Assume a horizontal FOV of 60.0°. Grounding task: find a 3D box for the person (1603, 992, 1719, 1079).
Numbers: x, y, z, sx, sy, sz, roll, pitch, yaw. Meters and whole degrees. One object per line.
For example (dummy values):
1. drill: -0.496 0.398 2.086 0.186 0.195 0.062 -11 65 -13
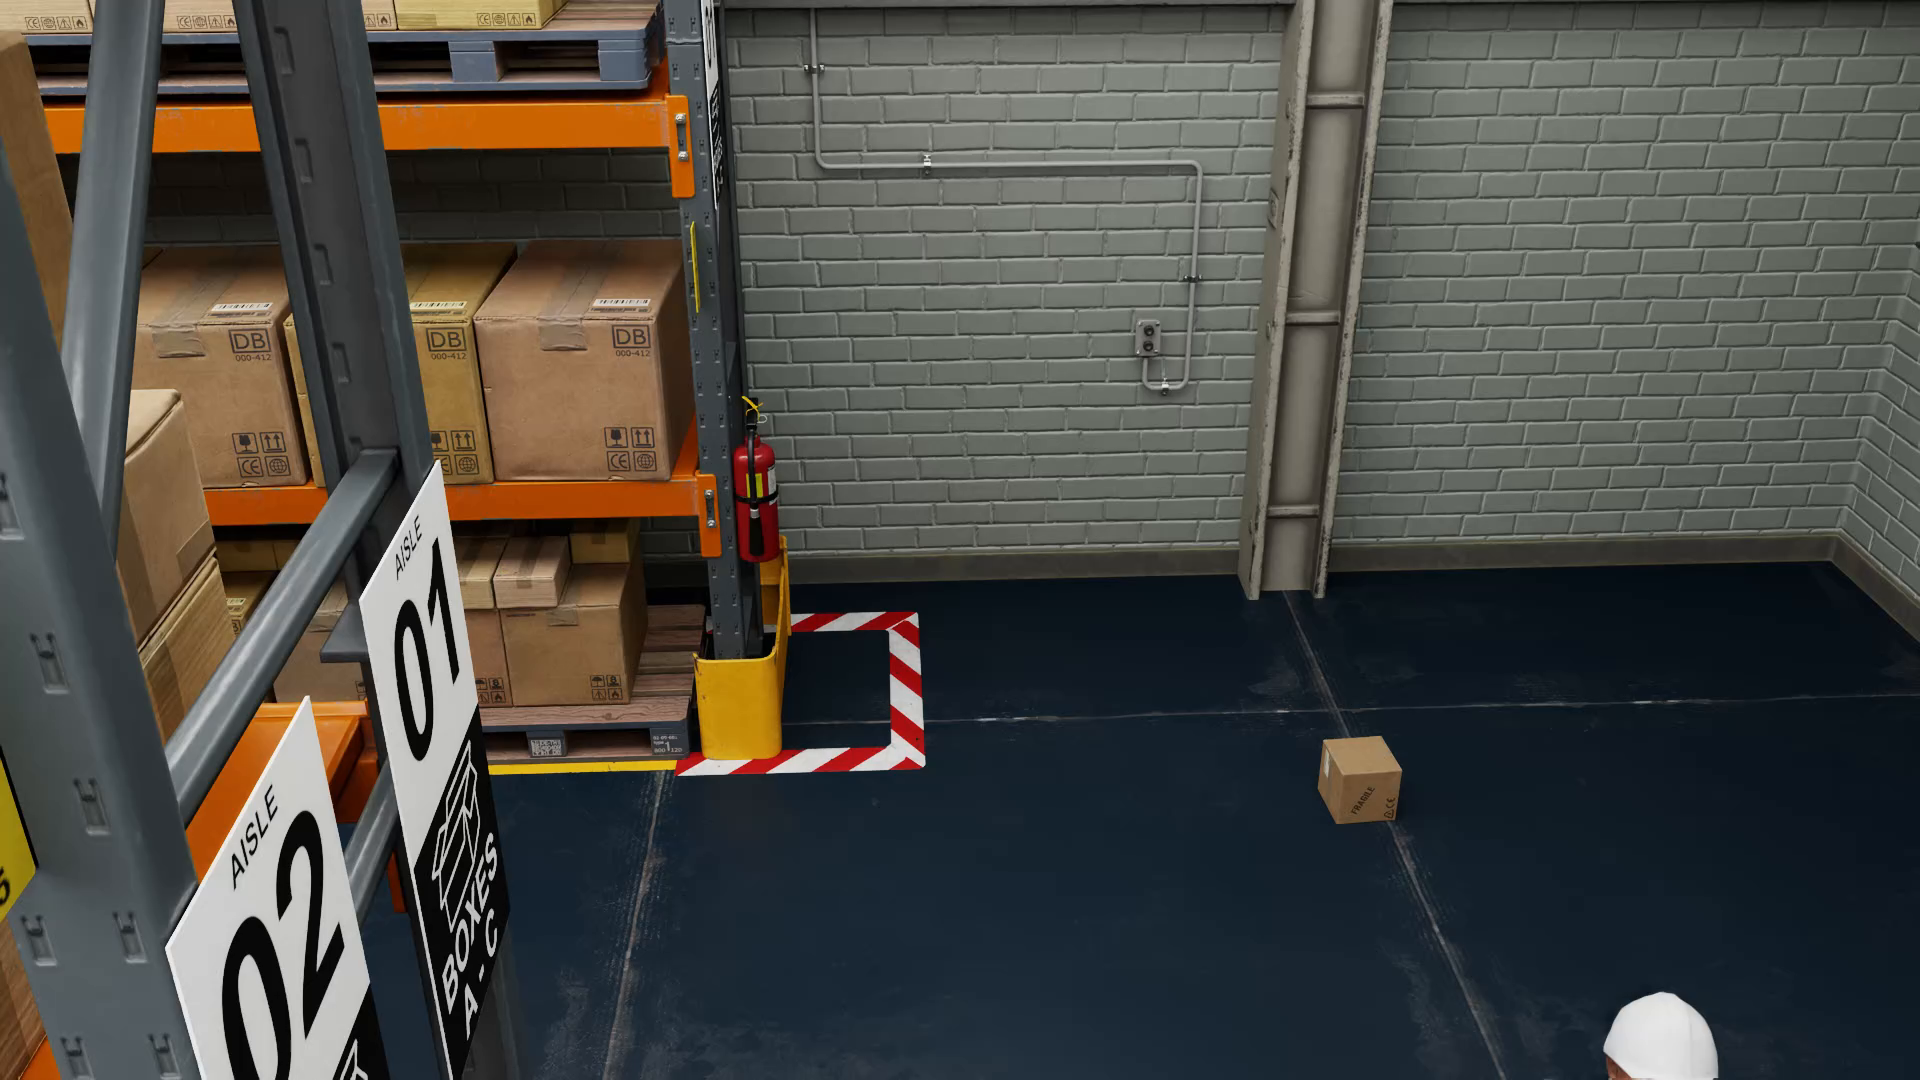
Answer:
1. person: 1.439 1.799 3.625 0.550 1.813 0.772 -3 27 -5
